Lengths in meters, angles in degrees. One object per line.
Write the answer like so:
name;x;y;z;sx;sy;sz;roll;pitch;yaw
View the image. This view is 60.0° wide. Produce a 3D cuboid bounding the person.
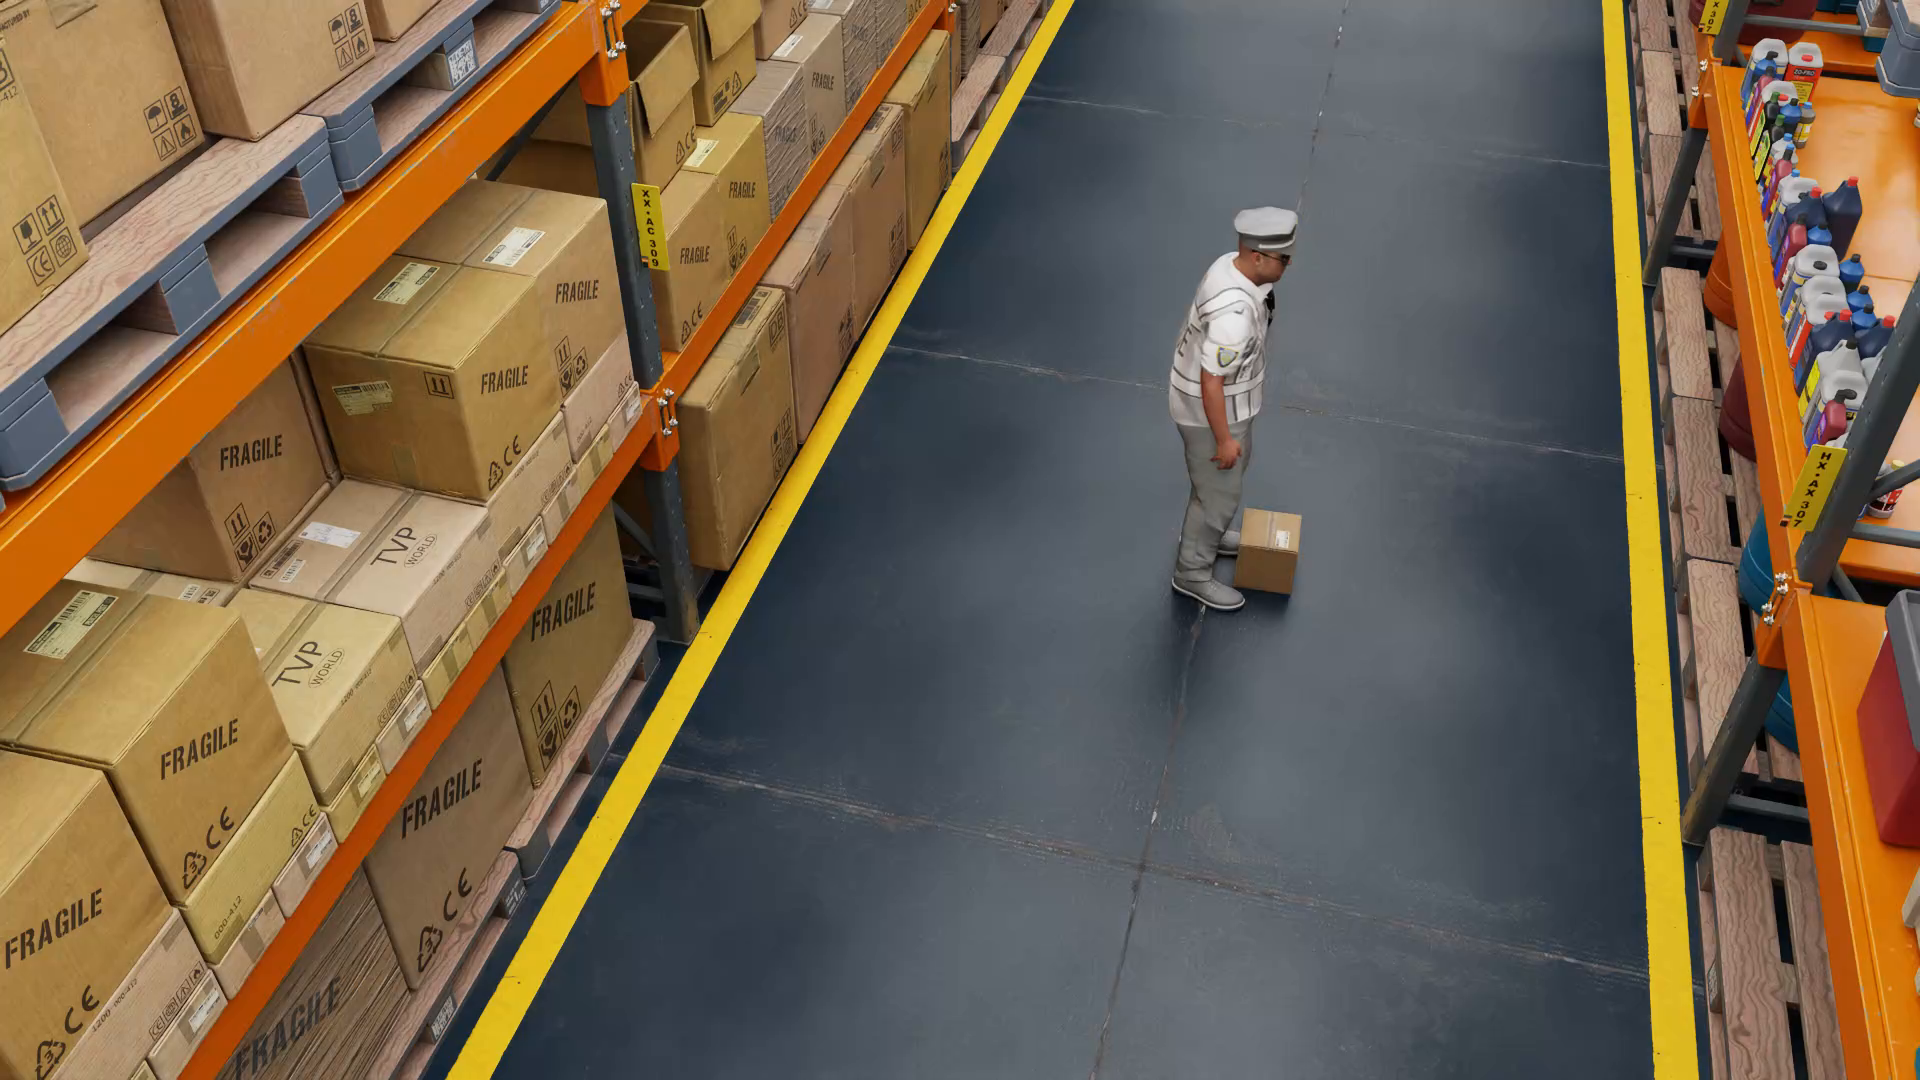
person;1.072;-0.555;6.797;0.436;1.746;0.586;10;42;12
